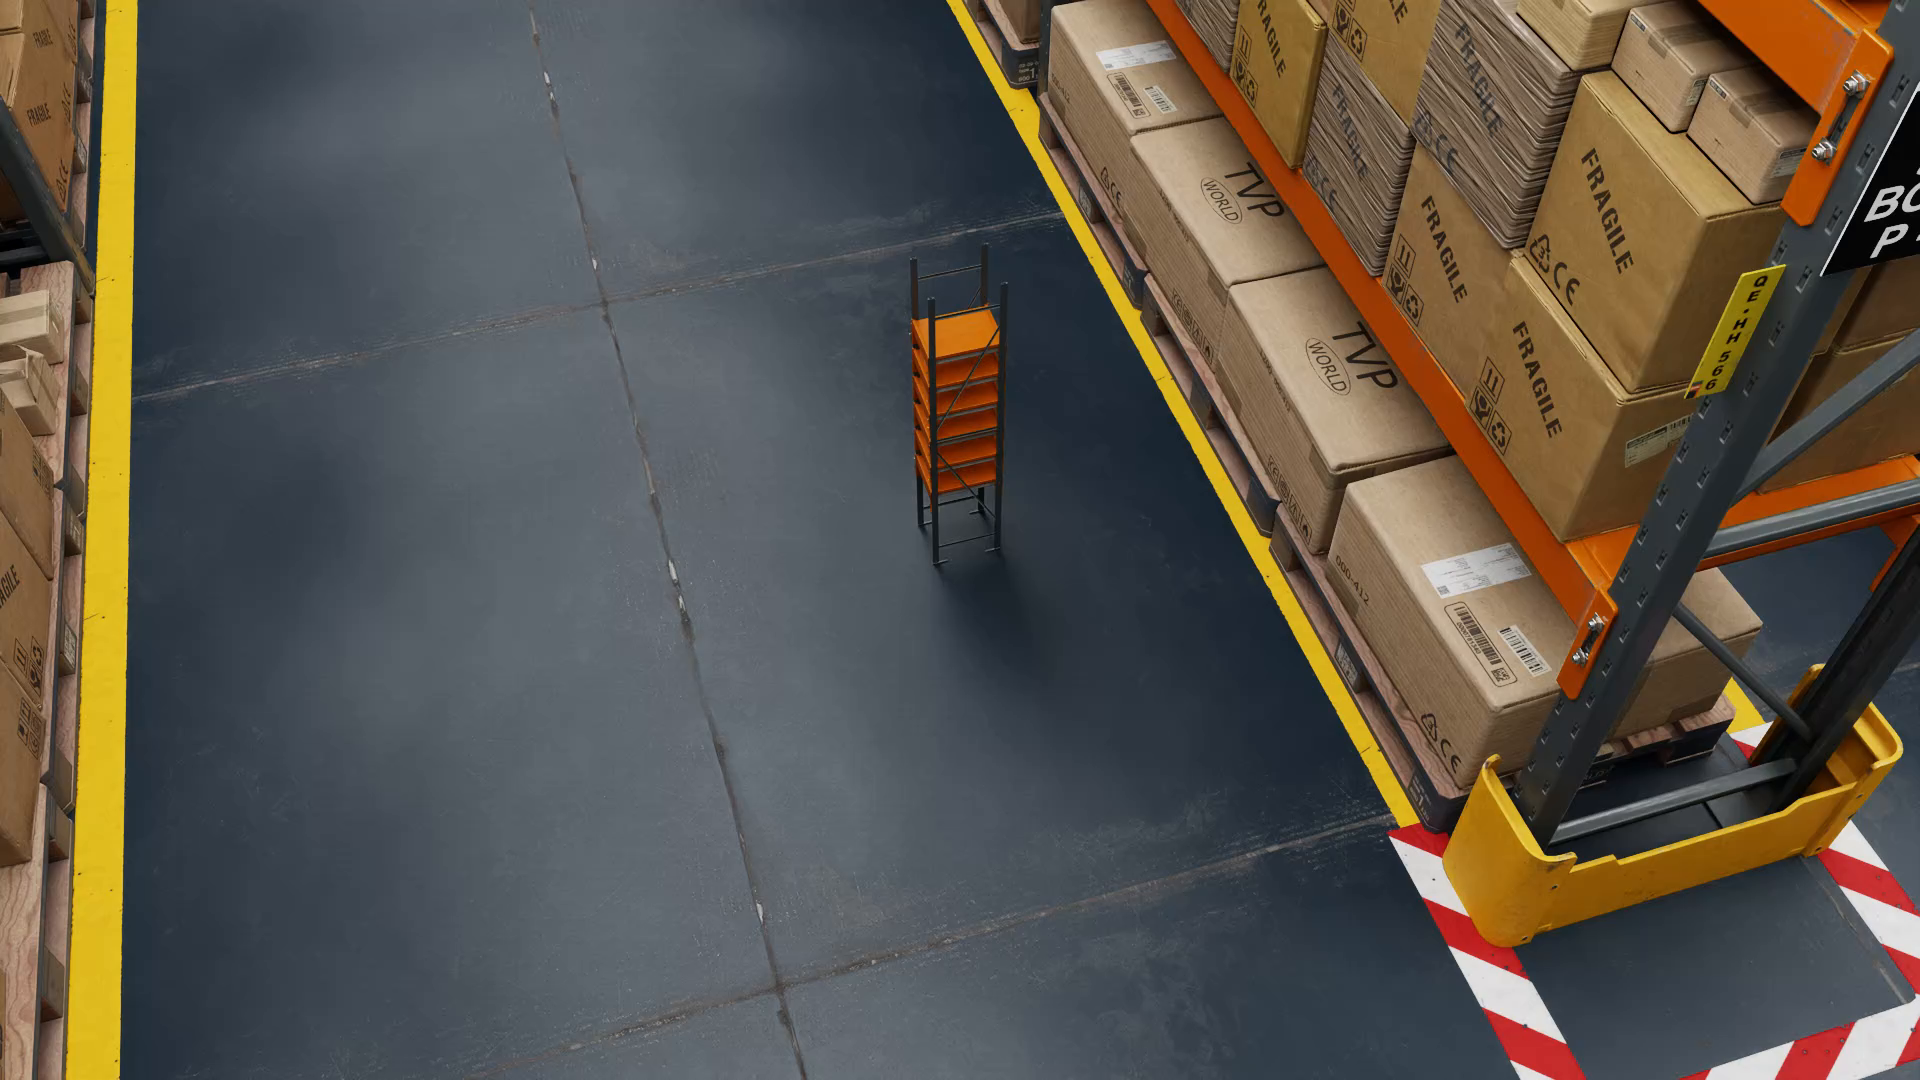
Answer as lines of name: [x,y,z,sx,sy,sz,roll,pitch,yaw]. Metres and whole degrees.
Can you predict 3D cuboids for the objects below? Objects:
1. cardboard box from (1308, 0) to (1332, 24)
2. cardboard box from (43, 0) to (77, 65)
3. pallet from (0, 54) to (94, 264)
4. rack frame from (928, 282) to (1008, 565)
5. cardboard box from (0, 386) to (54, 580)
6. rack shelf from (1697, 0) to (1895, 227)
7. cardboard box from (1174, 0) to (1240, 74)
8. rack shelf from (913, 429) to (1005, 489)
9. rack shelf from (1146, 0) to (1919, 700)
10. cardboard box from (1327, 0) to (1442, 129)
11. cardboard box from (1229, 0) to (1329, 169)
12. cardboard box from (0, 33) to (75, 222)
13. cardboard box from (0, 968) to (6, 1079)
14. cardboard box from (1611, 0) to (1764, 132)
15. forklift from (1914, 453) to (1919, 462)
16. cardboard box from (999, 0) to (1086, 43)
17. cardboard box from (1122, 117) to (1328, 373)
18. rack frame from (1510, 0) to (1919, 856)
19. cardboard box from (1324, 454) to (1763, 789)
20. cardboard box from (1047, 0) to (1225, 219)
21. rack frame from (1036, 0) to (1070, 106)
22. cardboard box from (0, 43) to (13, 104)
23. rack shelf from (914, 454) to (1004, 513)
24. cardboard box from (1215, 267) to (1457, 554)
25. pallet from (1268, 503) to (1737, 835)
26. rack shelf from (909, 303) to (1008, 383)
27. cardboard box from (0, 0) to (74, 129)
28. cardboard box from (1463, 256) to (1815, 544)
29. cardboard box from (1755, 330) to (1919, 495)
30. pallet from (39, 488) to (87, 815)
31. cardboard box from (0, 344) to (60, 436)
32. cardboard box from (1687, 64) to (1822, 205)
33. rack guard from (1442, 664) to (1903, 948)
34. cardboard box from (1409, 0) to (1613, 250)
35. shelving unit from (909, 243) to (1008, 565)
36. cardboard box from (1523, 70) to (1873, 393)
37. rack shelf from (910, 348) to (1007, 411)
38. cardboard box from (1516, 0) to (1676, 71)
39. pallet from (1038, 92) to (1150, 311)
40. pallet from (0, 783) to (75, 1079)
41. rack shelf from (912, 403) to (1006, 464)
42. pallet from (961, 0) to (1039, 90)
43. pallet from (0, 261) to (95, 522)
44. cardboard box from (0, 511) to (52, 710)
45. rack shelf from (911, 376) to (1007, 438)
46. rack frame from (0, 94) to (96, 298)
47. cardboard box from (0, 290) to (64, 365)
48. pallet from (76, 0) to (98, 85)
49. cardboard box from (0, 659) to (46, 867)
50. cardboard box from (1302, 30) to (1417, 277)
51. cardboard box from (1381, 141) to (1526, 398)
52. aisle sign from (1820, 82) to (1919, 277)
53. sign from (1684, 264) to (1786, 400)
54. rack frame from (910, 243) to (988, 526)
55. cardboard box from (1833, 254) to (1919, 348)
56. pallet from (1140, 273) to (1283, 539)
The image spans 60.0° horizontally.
cardboard box: [1.175,-1.818,4.601,0.500,0.500,0.500,-14,51,-11]
cardboard box: [-4.144,-2.343,7.123,0.500,0.500,0.500,-15,51,-12]
pallet: [-4.182,-1.543,6.913,1.003,0.211,1.213,-13,51,-11]
rack frame: [0.023,-0.330,5.244,0.240,1.200,0.006,-13,51,-11]
cardboard box: [-3.336,-0.124,5.253,0.700,0.500,0.500,-15,52,-12]
rack shelf: [1.426,-2.256,4.198,1.077,0.370,4.000,-13,51,-11]
cardboard box: [1.009,-1.879,5.306,0.500,0.500,0.500,-13,51,-11]
rack shelf: [-0.004,-0.291,5.426,0.258,0.103,0.180,-13,51,-11]
rack shelf: [1.426,-1.289,5.345,1.077,0.370,4.000,-13,51,-11]
cardboard box: [1.322,-1.450,4.291,0.500,0.500,0.500,-14,51,-11]
cardboard box: [1.162,-1.502,4.989,0.500,0.500,0.500,-12,51,-10]
cardboard box: [-3.834,-1.590,6.489,0.500,0.500,0.500,-11,51,-9]
cardboard box: [-2.813,1.266,4.079,0.797,0.503,0.637,-15,52,-12]
cardboard box: [1.622,-1.020,3.505,0.380,0.149,0.250,-12,51,-10]
forklift: [3.900,-1.463,5.066,1.130,2.935,3.031,6,50,5]
cardboard box: [0.575,-2.867,7.320,0.875,0.875,0.875,-12,51,-10]
cardboard box: [1.183,-1.154,6.162,0.875,0.438,0.875,-15,51,-12]
rack frame: [2.018,-0.060,3.839,1.000,3.000,0.127,-13,51,-11]
cardboard box: [1.727,0.171,5.045,0.875,0.438,0.875,-15,51,-12]
cardboard box: [0.918,-1.808,6.714,0.875,0.438,0.875,-14,51,-12]
rack frame: [0.835,-2.982,6.302,1.000,3.000,0.127,-13,51,-11]
cardboard box: [-3.758,-1.717,6.172,0.380,0.149,0.250,-11,51,-9]
rack shelf: [-0.004,-0.214,5.518,0.258,0.103,0.180,-13,51,-11]
cardboard box: [1.448,-0.496,5.607,0.875,0.438,0.875,-12,51,-10]
pallet: [1.707,0.272,5.382,1.003,0.211,1.213,-13,51,-11]
rack shelf: [-0.004,-0.601,5.059,0.258,0.103,0.180,-13,51,-11]
cardboard box: [-4.001,-1.977,6.815,0.500,0.500,0.500,-14,51,-11]
cardboard box: [1.622,-0.385,4.047,0.500,0.500,0.500,-13,51,-11]
cardboard box: [2.150,-0.508,4.151,0.500,0.500,0.500,-14,51,-11]
pallet: [-3.339,0.437,5.244,1.003,0.211,1.213,-13,51,-11]
cardboard box: [-3.355,-0.509,5.731,0.396,0.266,0.258,-12,51,-10]
cardboard box: [1.720,-0.840,3.353,0.380,0.149,0.250,-13,51,-10]
rack guard: [2.025,0.763,4.780,1.175,0.500,0.348,-13,51,-11]
cardboard box: [1.465,-1.088,3.986,0.500,0.500,0.500,-13,51,-11]
shelving unit: [-0.004,-0.397,5.300,0.258,1.200,0.189,-13,51,-11]
cardboard box: [1.648,-0.713,3.670,0.500,0.500,0.500,-12,51,-10]
rack shelf: [-0.004,-0.523,5.151,0.258,0.103,0.180,-13,51,-11]
cardboard box: [1.466,-1.190,3.648,0.380,0.149,0.250,-14,51,-11]
pallet: [0.985,-1.510,6.885,1.003,0.211,1.213,-13,51,-11]
pallet: [-2.982,1.326,4.494,1.003,0.211,1.213,-13,51,-11]
rack shelf: [-0.004,-0.369,5.334,0.258,0.103,0.180,-13,51,-11]
pallet: [0.535,-2.629,7.828,1.003,0.211,1.213,-13,51,-11]
pallet: [-3.704,-0.456,5.996,1.003,0.211,1.213,-13,51,-11]
cardboard box: [-3.090,0.225,4.958,0.500,0.500,0.500,-12,51,-10]
rack shelf: [-0.004,-0.446,5.242,0.258,0.103,0.180,-13,51,-11]
rack frame: [-3.906,-1.856,5.353,1.000,3.000,0.127,-13,51,-11]
cardboard box: [-3.460,-0.732,5.996,0.380,0.149,0.250,-15,51,-12]
pallet: [-4.547,-2.436,7.665,1.003,0.211,1.213,-13,51,-11]
cardboard box: [-3.029,0.634,4.614,0.700,0.500,0.500,-11,51,-9]
cardboard box: [1.327,-1.128,4.674,0.500,0.500,0.500,-12,51,-10]
cardboard box: [1.488,-0.755,4.359,0.500,0.500,0.500,-14,51,-12]
aisle sign: [1.743,-0.775,2.741,0.394,0.787,0.004,-13,51,-11]
sign: [1.495,-0.397,3.211,0.100,0.325,0.005,-13,51,-11]
rack frame: [-0.031,-0.464,5.357,0.240,1.200,0.006,-13,51,-11]
cardboard box: [2.148,-0.830,3.768,0.500,0.500,0.500,-14,51,-12]
pallet: [1.349,-0.617,6.132,1.003,0.211,1.213,-13,51,-11]
